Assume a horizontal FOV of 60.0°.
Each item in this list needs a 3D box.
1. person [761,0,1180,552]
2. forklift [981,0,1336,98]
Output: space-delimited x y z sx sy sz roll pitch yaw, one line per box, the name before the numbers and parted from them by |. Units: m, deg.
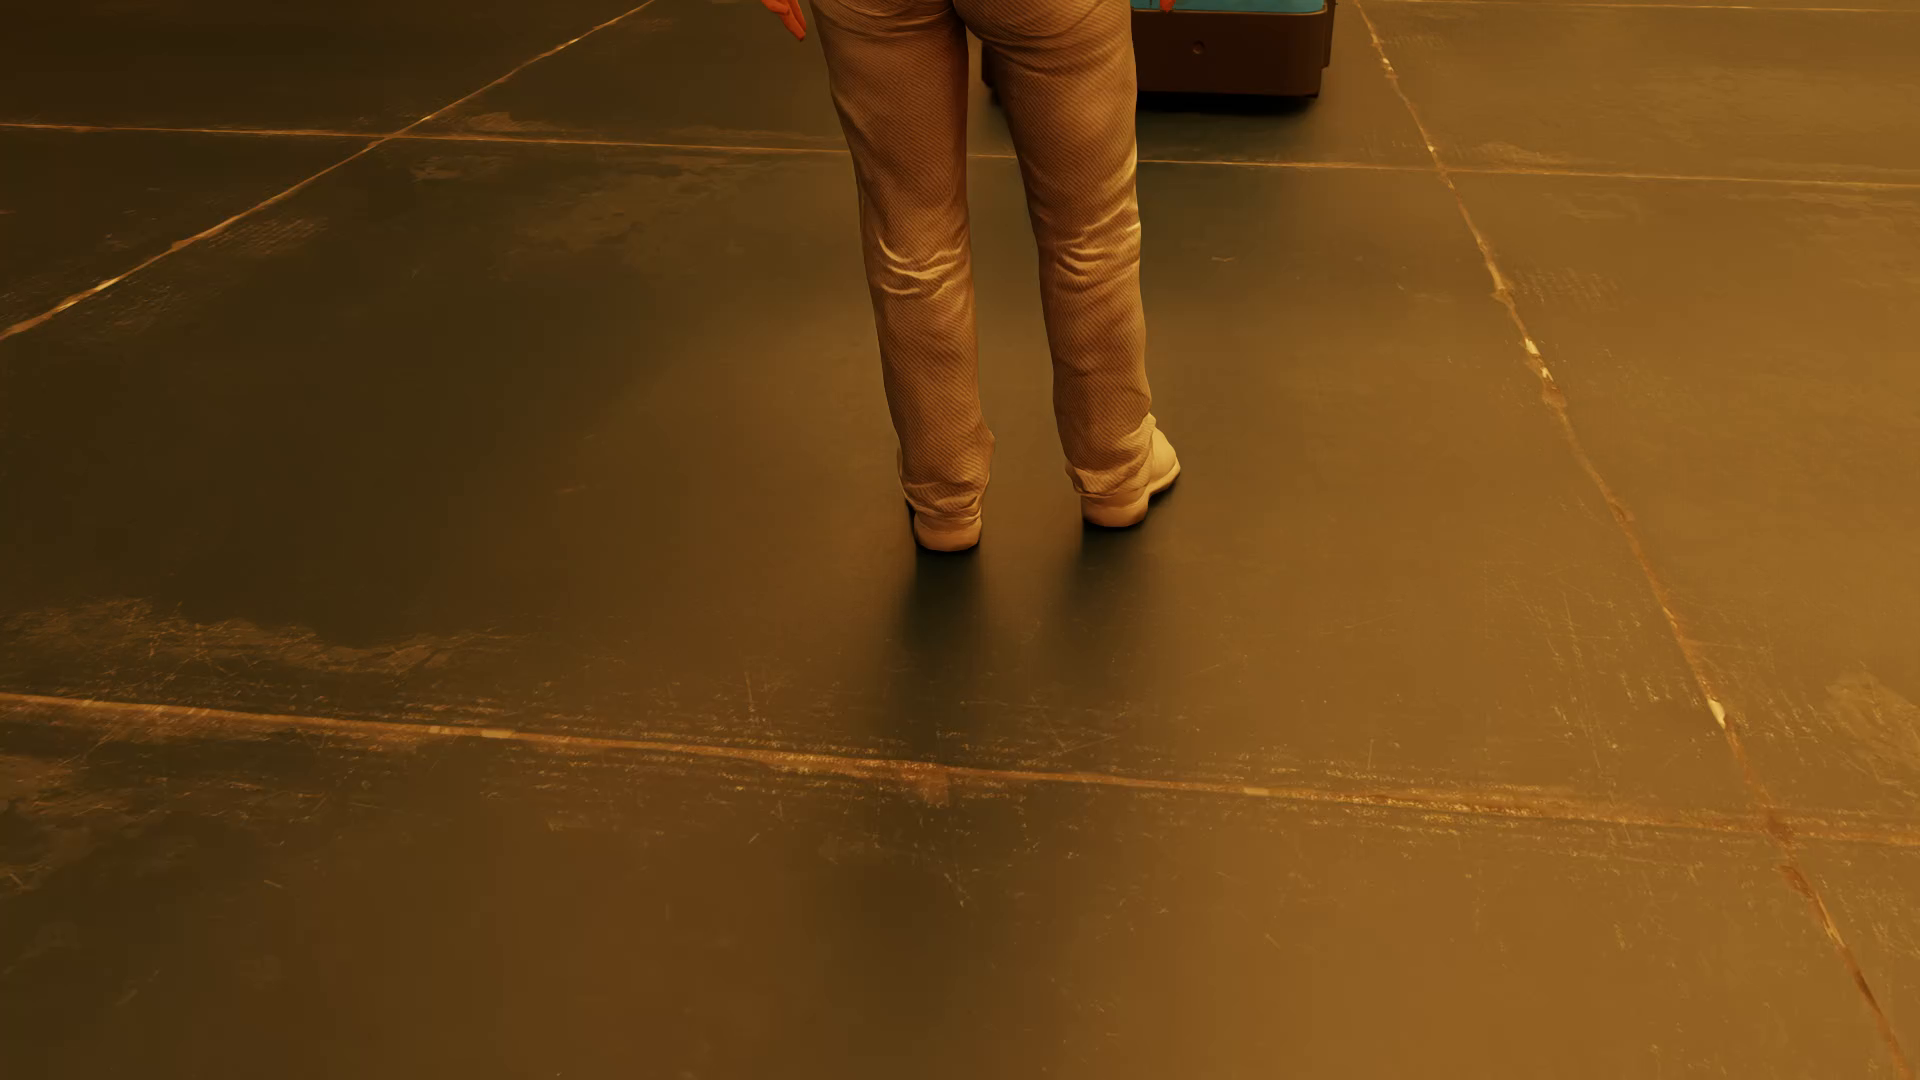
person | 0.017 -0.827 2.154 0.632 1.773 0.568 3 27 7
forklift | 0.824 -3.287 5.806 1.130 2.935 3.031 4 27 9
